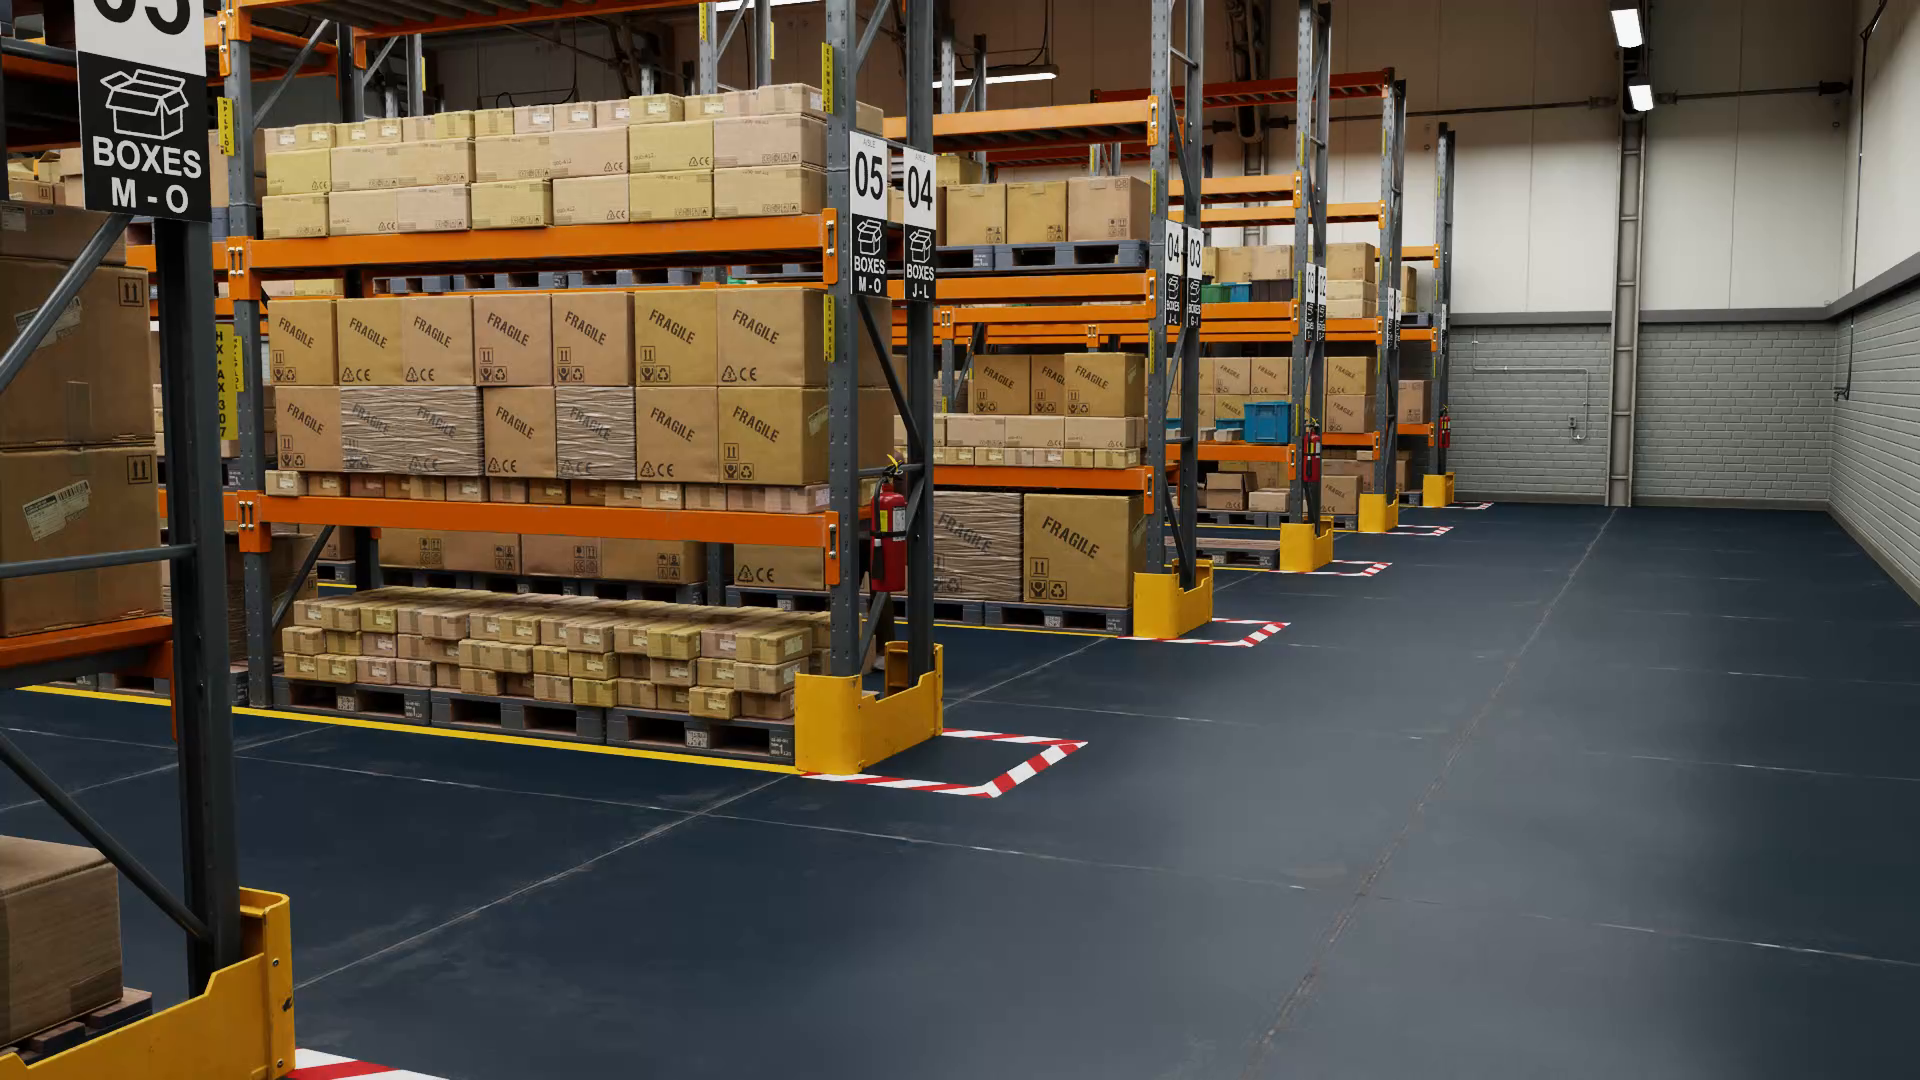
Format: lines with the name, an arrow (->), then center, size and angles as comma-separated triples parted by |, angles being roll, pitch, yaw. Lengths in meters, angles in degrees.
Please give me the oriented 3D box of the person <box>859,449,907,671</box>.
person -> -0.632, 0.001, 11.459 | 0.653, 1.774, 0.423 | 2, 6, 20
